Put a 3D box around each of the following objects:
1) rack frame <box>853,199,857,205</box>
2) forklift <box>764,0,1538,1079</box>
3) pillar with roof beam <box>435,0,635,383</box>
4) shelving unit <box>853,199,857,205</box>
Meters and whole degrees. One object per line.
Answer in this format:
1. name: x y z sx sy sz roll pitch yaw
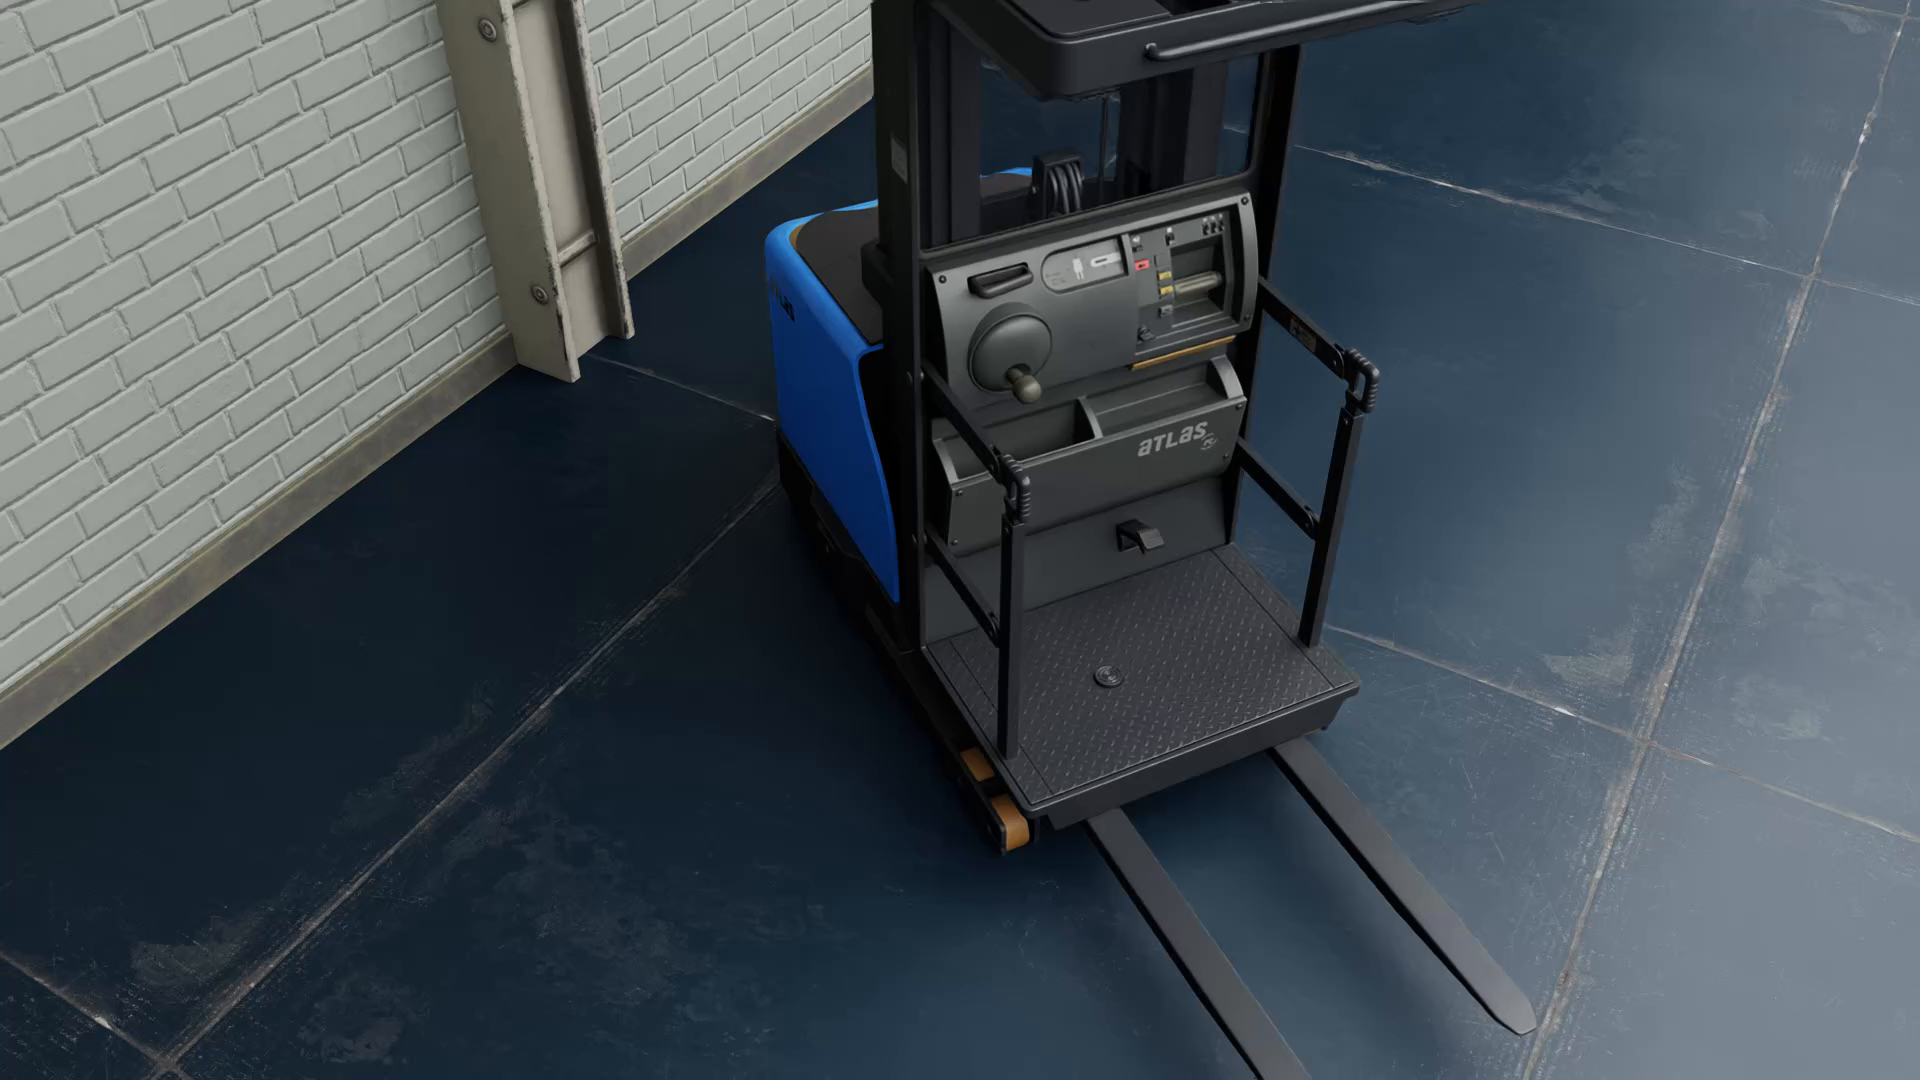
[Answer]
1. rack frame: -0.313 -0.762 5.934 0.006 0.900 0.240 -18 44 -19
2. forklift: 0.458 -0.550 4.157 1.130 2.935 3.031 -18 44 -19
3. pillar with roof beam: 2.191 -2.725 2.035 9.100 9.000 0.400 21 45 22
4. shelving unit: -0.221 -0.792 5.967 0.210 0.900 0.258 -18 44 -19
